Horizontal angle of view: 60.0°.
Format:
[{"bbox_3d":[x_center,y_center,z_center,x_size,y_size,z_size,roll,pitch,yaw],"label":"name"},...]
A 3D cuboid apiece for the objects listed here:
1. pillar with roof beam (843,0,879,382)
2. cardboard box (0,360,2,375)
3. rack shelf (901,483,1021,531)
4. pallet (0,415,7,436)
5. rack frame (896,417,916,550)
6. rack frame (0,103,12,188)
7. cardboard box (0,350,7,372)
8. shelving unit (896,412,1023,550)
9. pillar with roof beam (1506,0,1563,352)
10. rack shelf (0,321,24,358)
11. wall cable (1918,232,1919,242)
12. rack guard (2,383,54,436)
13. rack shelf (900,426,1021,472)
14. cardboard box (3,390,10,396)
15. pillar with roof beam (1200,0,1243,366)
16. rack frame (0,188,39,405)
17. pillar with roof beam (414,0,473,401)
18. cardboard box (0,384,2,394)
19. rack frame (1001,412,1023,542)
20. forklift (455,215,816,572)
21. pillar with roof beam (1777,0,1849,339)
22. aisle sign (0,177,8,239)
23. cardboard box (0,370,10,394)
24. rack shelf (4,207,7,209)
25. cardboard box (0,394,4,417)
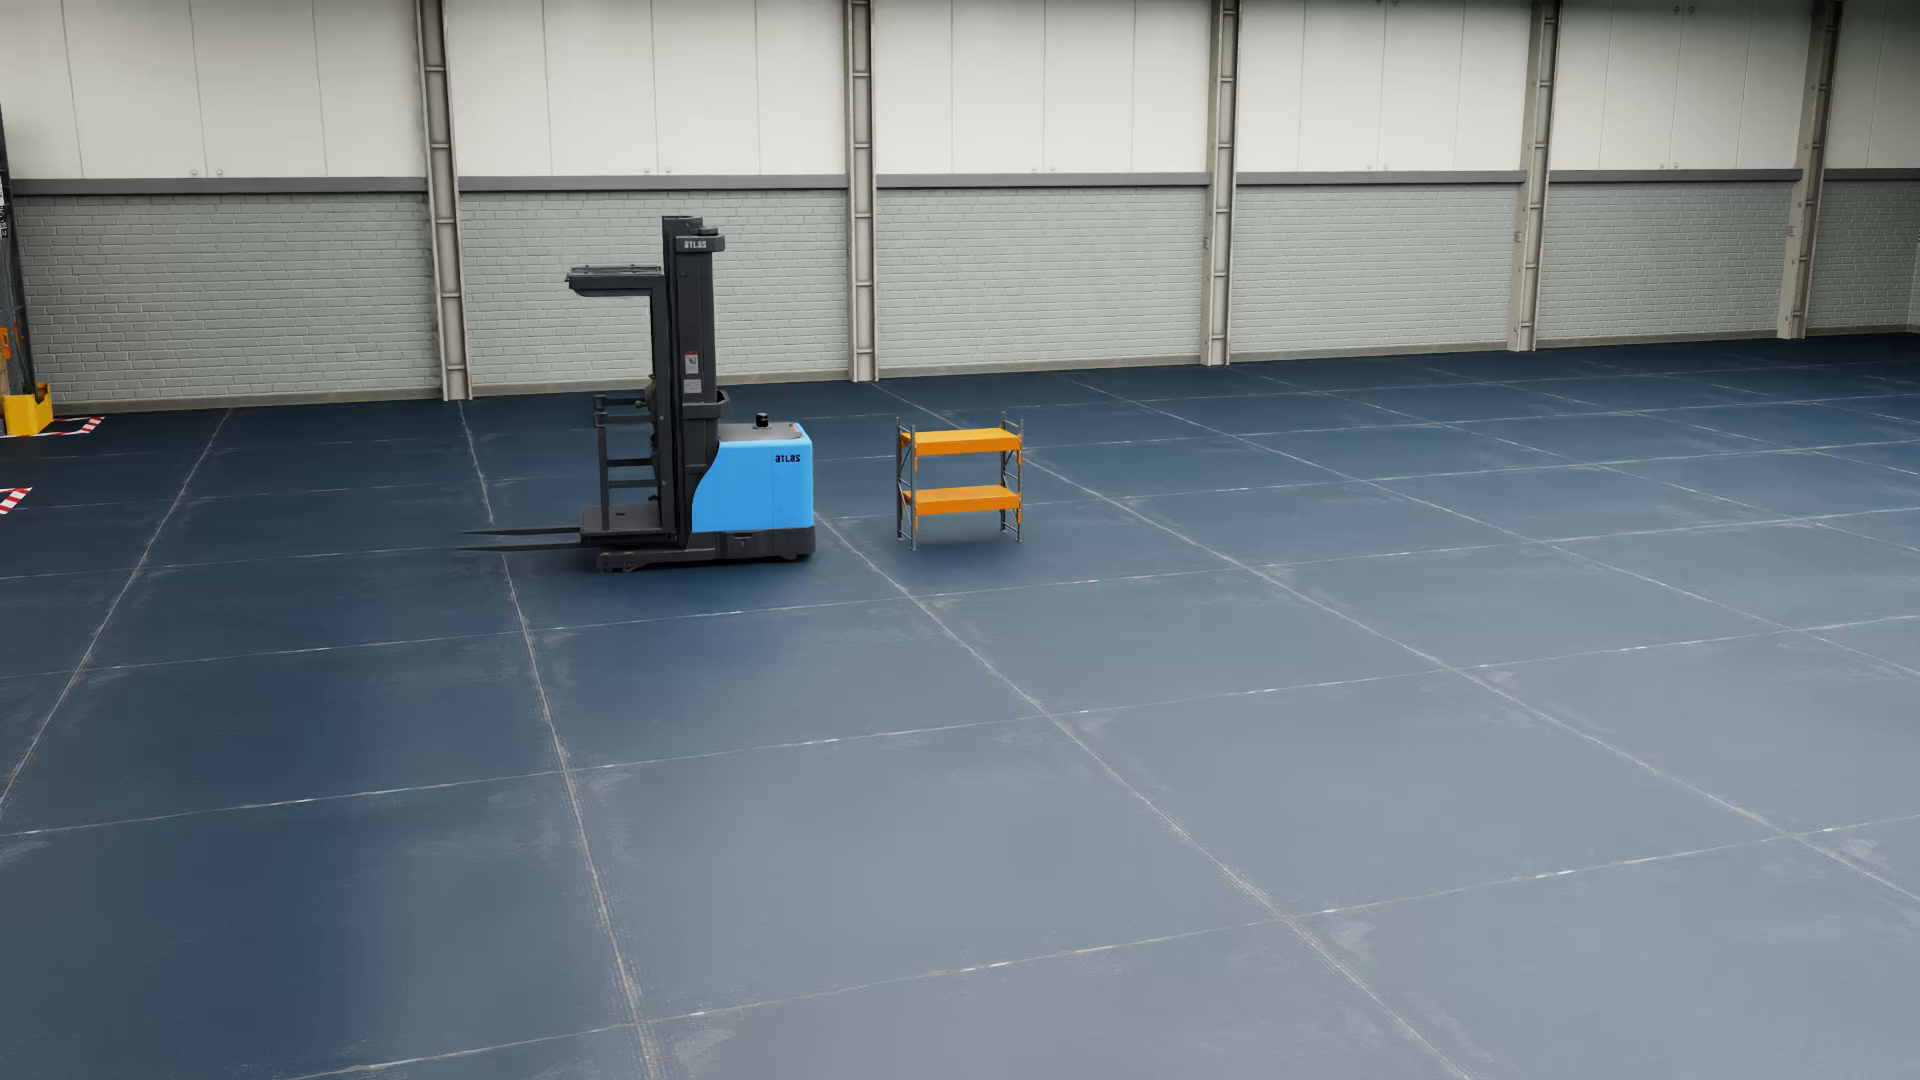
[{"bbox_3d":[-0.113,-5.898,20.600,0.400,9.000,9.100,-4,14,-18],"label":"pillar with roof beam"},{"bbox_3d":[-12.249,-2.142,20.649,0.500,0.250,0.500,-4,14,-16],"label":"cardboard box"},{"bbox_3d":[-0.006,-0.309,15.174,1.000,0.278,0.538,-4,14,-18],"label":"rack shelf"},{"bbox_3d":[-12.623,-1.470,20.972,1.213,0.211,1.003,-4,14,-18],"label":"pallet"},{"bbox_3d":[-0.488,-0.509,14.960,0.032,1.125,0.500,-4,14,-18],"label":"rack frame"},{"bbox_3d":[-11.912,-5.810,20.231,0.127,3.000,1.000,-4,14,-18],"label":"rack frame"},{"bbox_3d":[-12.428,-2.251,21.105,0.500,0.250,0.500,-5,14,-19],"label":"cardboard box"},{"bbox_3d":[-0.006,-0.547,15.118,1.048,1.125,0.538,-4,14,-18],"label":"shelving unit"},{"bbox_3d":[11.260,-6.784,24.323,0.400,9.000,9.100,-4,14,-18],"label":"pillar with roof beam"},{"bbox_3d":[-13.807,-2.394,20.388,4.000,0.370,1.077,-4,14,-18],"label":"rack shelf"},{"bbox_3d":[18.788,-6.588,30.209,0.112,2.526,3.097,-4,14,-18],"label":"wall cable"},{"bbox_3d":[-11.889,-1.678,21.222,0.348,0.500,1.175,-4,14,-18],"label":"rack guard"},{"bbox_3d":[-0.006,-0.831,15.050,1.000,0.278,0.538,-4,14,-18],"label":"rack shelf"},{"bbox_3d":[-12.440,-1.765,21.223,0.500,0.250,0.500,-4,14,-18],"label":"cardboard box"},{"bbox_3d":[5.574,-6.341,22.462,0.400,9.000,9.100,-4,14,-18],"label":"pillar with roof beam"},{"bbox_3d":[-11.912,-2.892,20.925,0.127,3.000,1.000,-4,14,-18],"label":"rack frame"},{"bbox_3d":[-5.799,-5.455,18.738,0.400,9.000,9.100,-4,14,-18],"label":"pillar with roof beam"},{"bbox_3d":[-12.273,-1.897,20.698,0.500,0.250,0.500,-5,14,-19],"label":"cardboard box"},{"bbox_3d":[0.475,-0.584,15.275,0.032,1.125,0.500,-4,14,-18],"label":"rack frame"},{"bbox_3d":[-2.832,-1.284,14.315,3.031,2.935,1.130,-3,14,-11],"label":"forklift"},{"bbox_3d":[16.947,-7.227,26.185,0.548,9.000,9.100,-4,14,-18],"label":"pillar with roof beam"},{"bbox_3d":[-11.756,-4.097,20.374,0.004,0.787,0.394,-4,14,-18],"label":"aisle sign"},{"bbox_3d":[-12.424,-2.012,21.183,0.500,0.250,0.500,-4,14,-17],"label":"cardboard box"},{"bbox_3d":[-13.807,-3.854,20.041,4.000,0.370,1.077,-4,14,-18],"label":"rack shelf"},{"bbox_3d":[-12.256,-1.654,20.758,0.500,0.250,0.500,-4,14,-18],"label":"cardboard box"}]
